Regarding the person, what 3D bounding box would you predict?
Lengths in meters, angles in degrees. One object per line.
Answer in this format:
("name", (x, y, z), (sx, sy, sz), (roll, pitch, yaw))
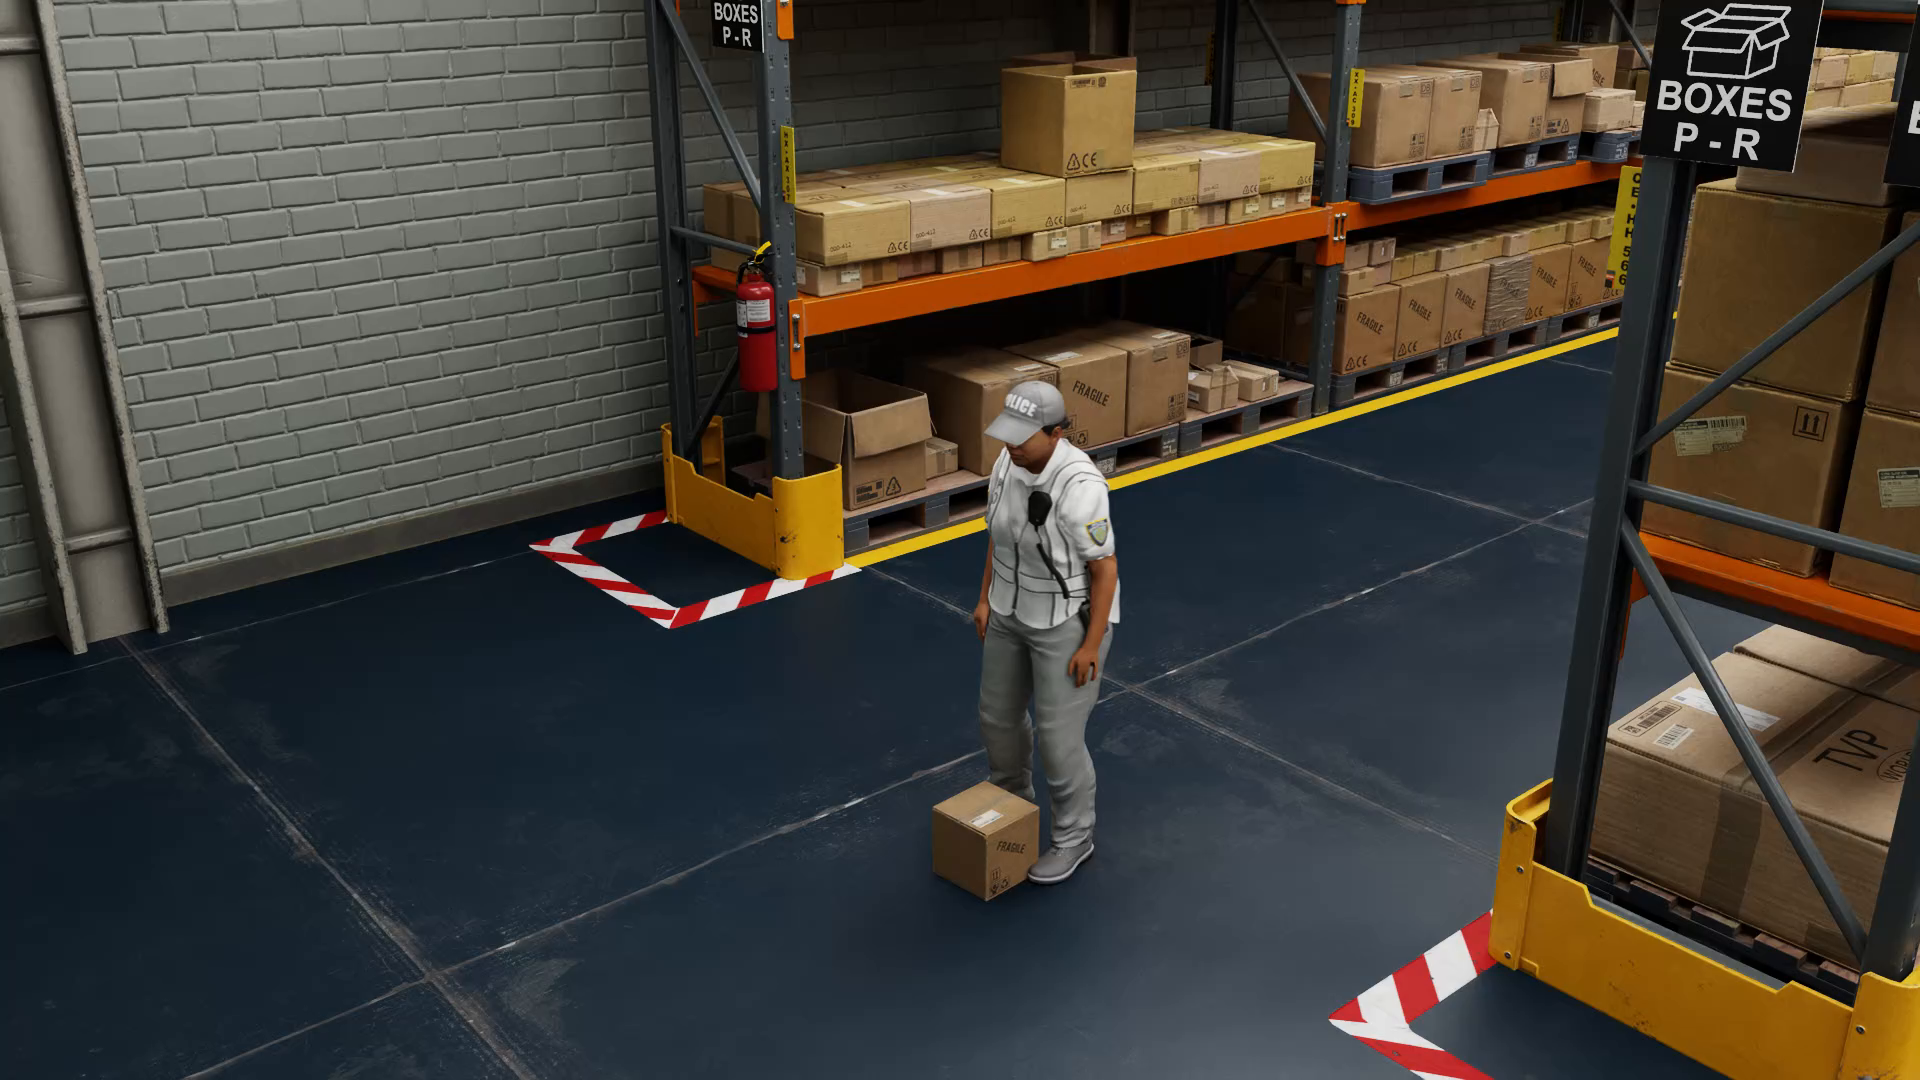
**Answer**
("person", (0.247, 0.277, 5.356), (0.472, 1.666, 0.552), (-18, 27, -39))
